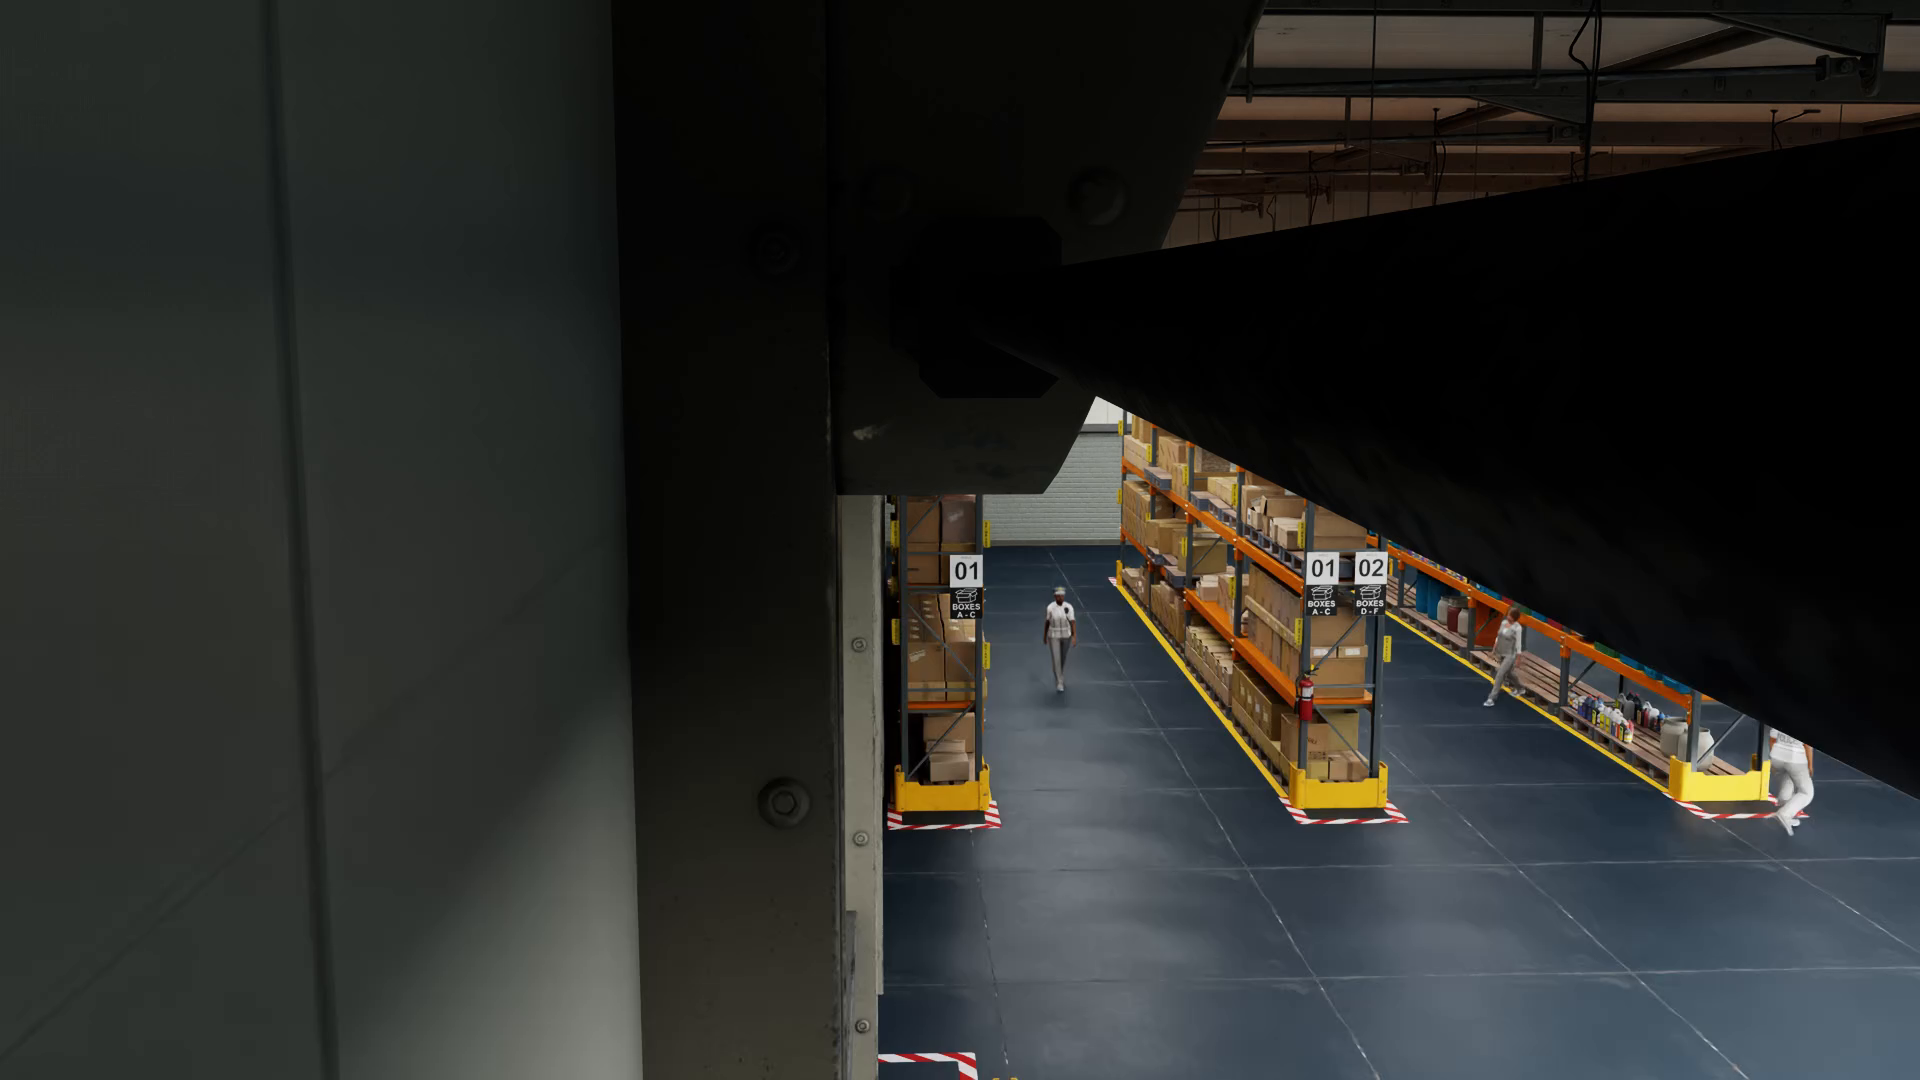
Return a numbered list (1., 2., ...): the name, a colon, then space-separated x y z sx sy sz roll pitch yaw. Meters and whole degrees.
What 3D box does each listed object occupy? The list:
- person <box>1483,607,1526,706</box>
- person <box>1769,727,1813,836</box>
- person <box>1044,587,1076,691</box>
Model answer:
1. person: 8.459 1.775 25.706 0.931 1.539 0.496 -5 10 -29
2. person: 9.776 2.628 19.583 0.743 1.646 0.530 -5 10 -31
3. person: 1.632 1.551 26.860 0.457 1.626 1.047 -2 9 -11
